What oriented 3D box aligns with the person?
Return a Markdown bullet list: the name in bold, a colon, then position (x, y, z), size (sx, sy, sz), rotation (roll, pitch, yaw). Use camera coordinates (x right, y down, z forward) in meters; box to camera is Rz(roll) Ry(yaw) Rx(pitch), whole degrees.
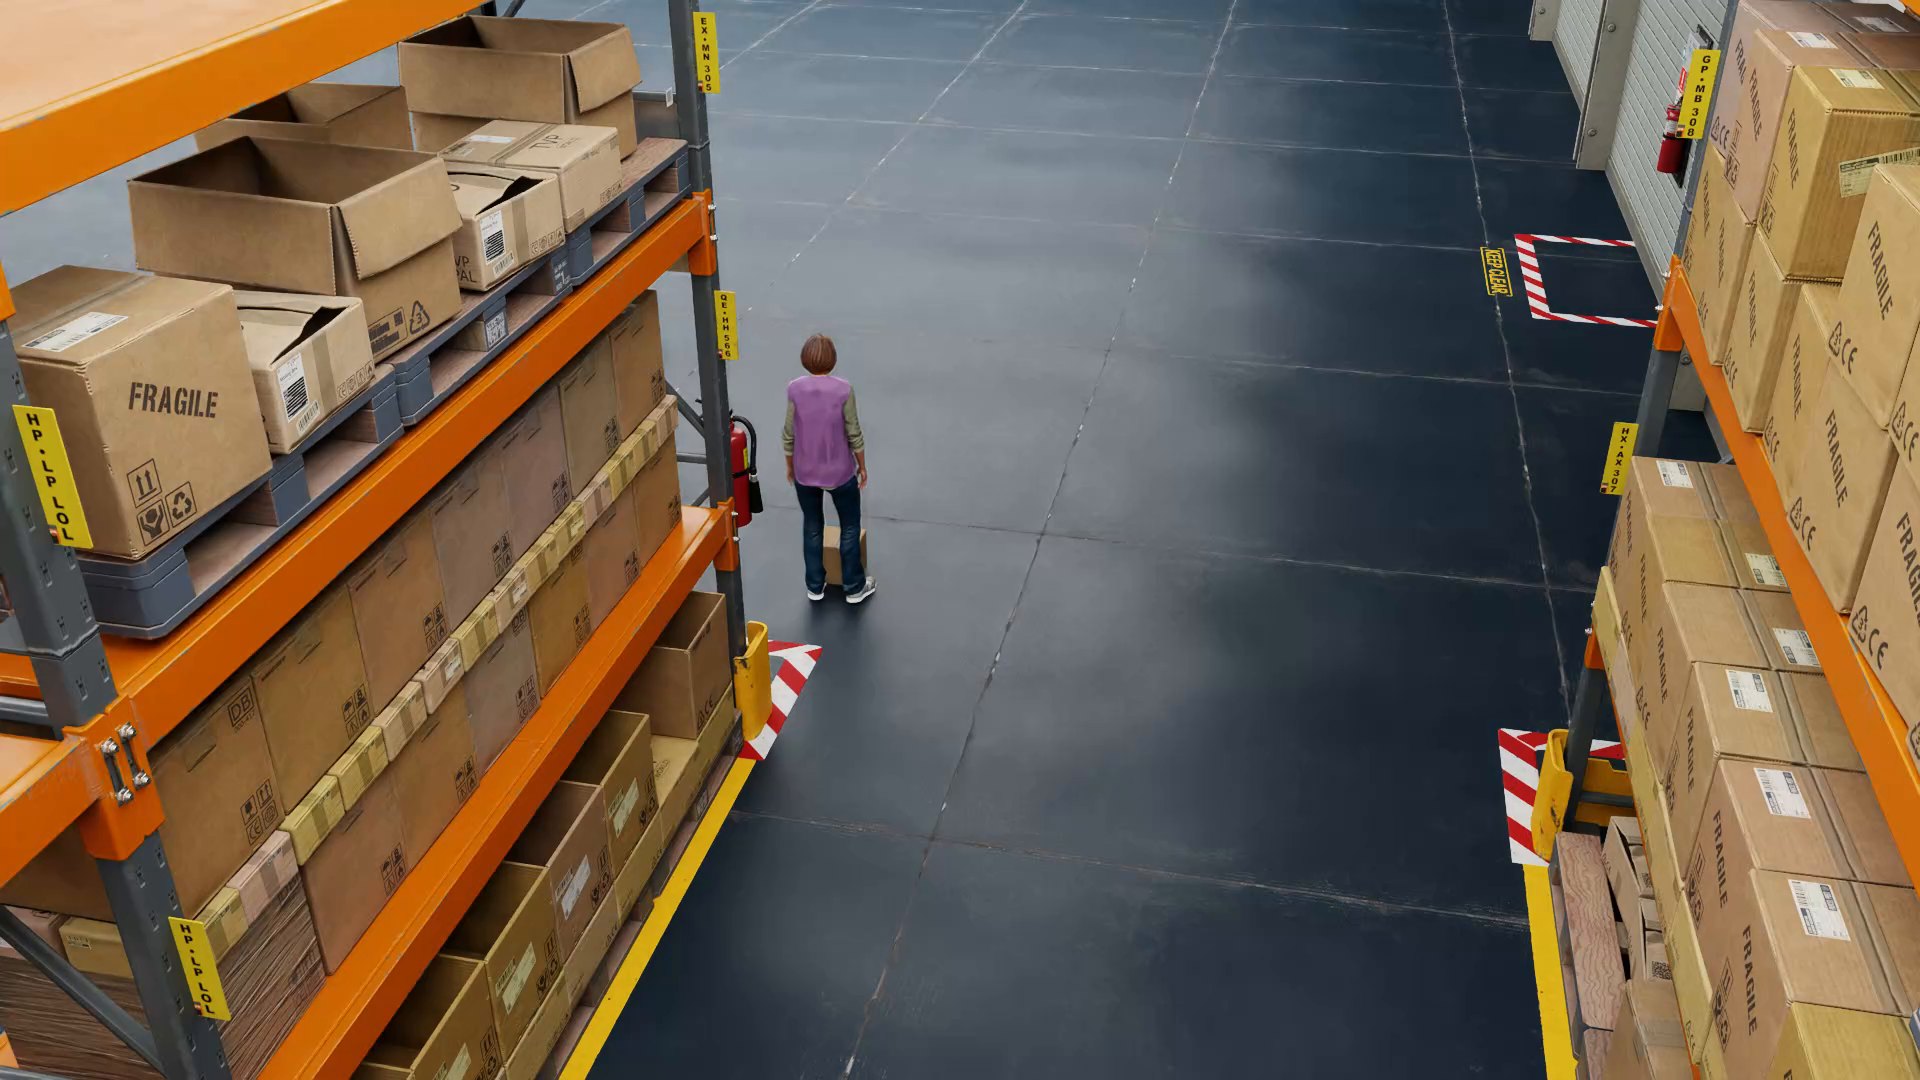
- **person**: position (-0.745, -0.377, 9.293), size (0.483, 1.592, 0.347), rotation (4, 29, 7)
